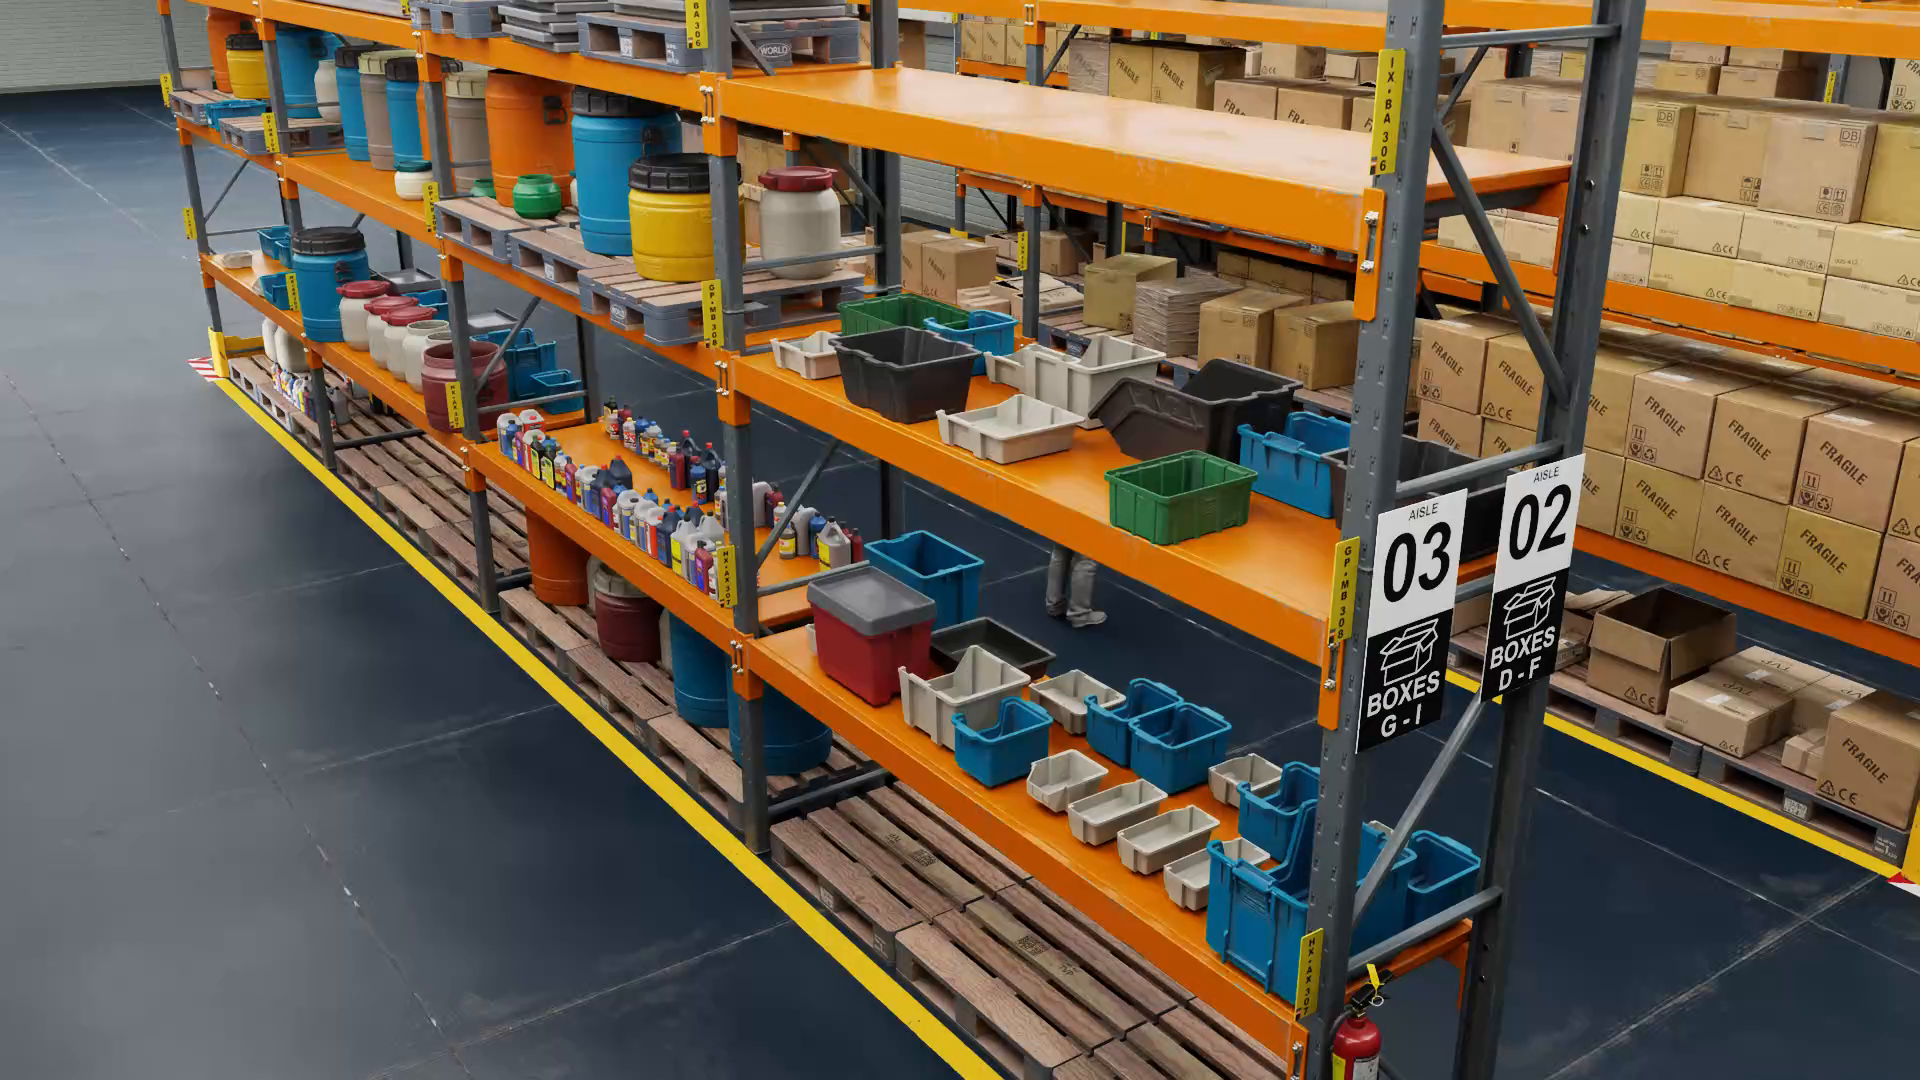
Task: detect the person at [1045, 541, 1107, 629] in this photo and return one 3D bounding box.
[{"bbox_3d":[0.846,-0.280,11.762,0.529,1.778,0.528,-15,26,-33],"label":"person"}]
